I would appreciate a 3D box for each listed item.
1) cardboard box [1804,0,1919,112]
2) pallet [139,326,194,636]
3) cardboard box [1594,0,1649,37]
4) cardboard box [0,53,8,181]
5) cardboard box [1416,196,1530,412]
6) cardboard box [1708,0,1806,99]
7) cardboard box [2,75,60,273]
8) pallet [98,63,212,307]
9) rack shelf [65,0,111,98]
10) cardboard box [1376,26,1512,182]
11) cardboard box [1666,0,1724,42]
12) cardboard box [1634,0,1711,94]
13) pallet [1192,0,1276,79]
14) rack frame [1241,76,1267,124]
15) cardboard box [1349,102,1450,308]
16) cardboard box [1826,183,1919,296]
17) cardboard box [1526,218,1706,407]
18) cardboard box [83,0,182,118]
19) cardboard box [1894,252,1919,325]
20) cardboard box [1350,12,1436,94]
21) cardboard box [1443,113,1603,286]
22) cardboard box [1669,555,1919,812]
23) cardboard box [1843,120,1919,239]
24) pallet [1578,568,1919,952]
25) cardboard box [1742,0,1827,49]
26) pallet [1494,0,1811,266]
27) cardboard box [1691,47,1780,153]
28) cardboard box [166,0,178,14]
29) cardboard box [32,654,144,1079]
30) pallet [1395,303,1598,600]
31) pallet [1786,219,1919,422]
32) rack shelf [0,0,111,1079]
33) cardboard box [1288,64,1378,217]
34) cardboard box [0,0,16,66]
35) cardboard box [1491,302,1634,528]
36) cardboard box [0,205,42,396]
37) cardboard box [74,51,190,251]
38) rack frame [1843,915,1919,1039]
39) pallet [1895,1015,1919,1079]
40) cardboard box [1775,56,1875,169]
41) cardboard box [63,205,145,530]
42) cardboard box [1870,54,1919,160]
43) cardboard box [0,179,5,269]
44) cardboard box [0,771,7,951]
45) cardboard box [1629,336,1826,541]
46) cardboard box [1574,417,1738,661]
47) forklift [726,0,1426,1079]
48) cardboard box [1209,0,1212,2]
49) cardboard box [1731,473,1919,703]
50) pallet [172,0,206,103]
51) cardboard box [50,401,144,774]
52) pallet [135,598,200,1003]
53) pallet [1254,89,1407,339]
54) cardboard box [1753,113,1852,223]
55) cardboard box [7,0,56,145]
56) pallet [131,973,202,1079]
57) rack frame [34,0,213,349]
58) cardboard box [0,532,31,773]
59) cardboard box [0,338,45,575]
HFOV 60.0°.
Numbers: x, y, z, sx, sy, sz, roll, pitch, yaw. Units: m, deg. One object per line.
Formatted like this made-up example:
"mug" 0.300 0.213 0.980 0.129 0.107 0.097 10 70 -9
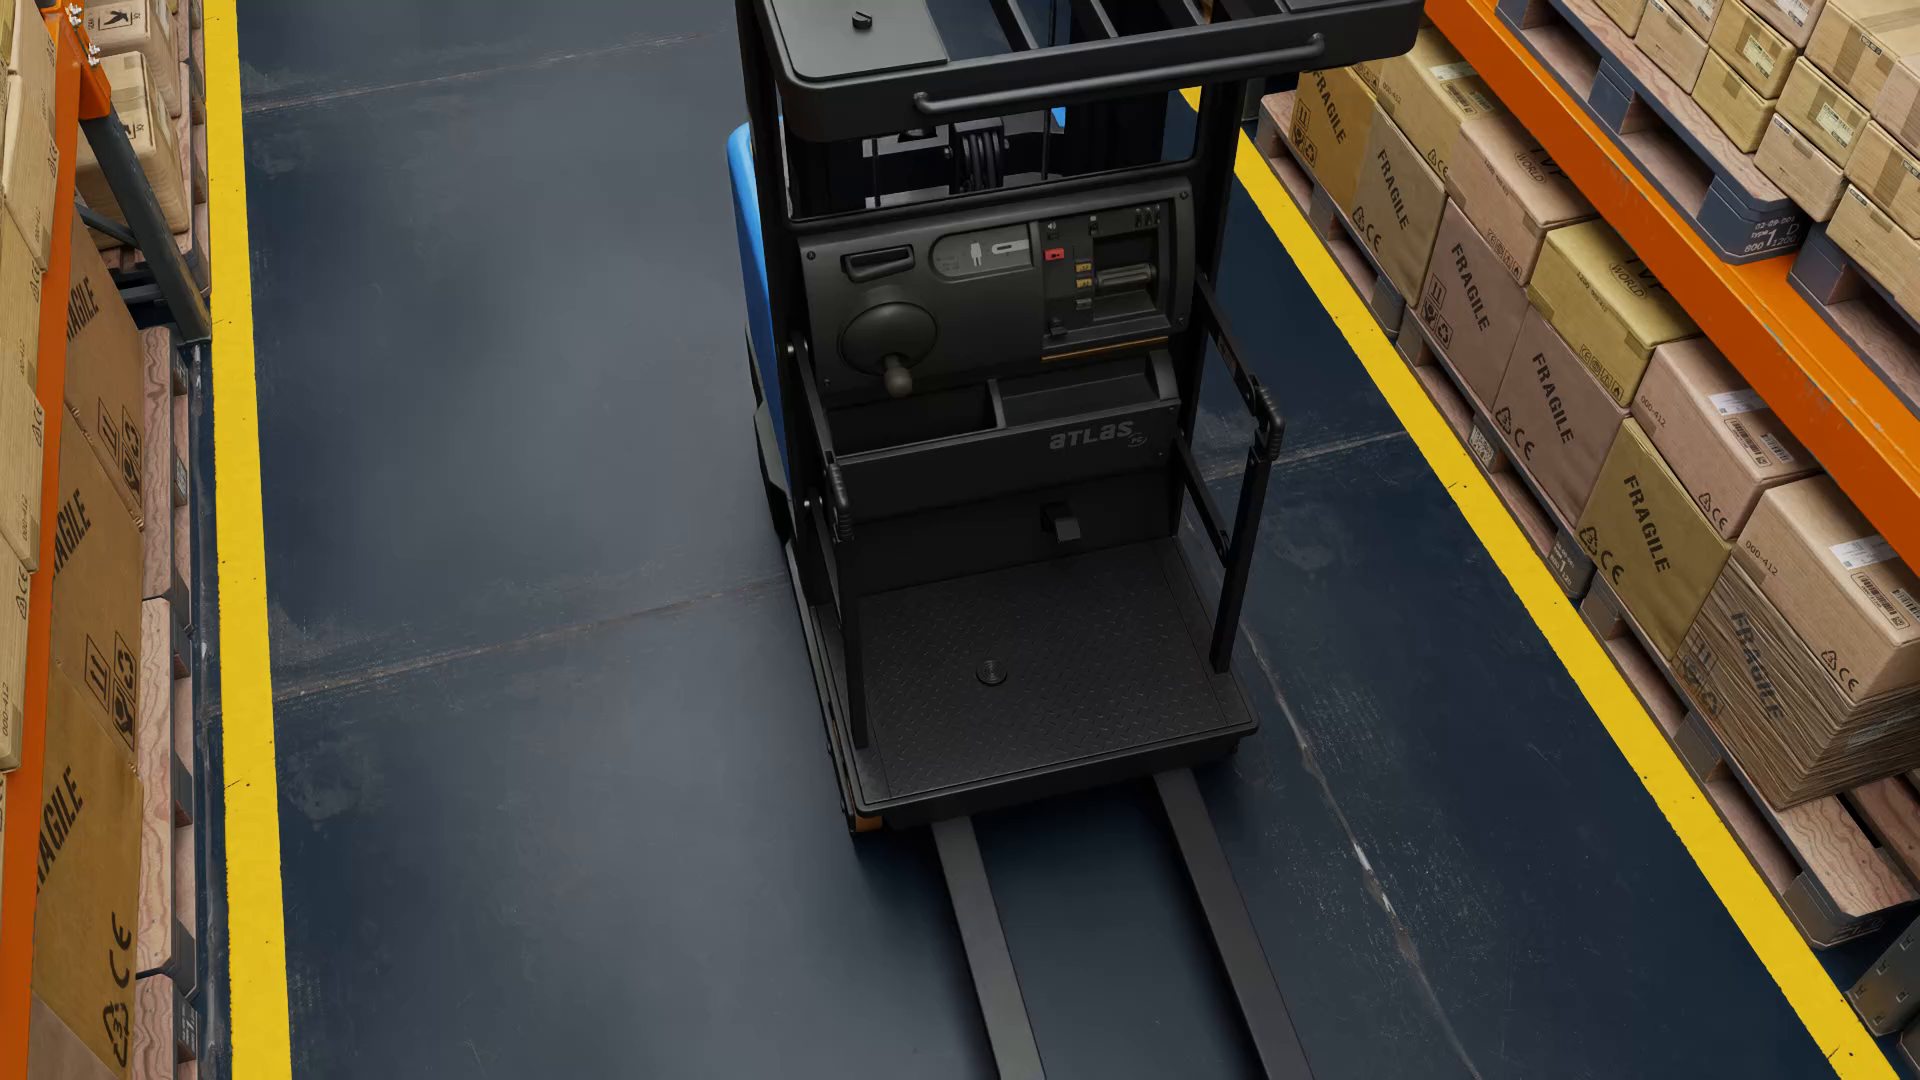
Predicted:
"cardboard box" 2.155 -1.120 3.733 0.380 0.149 0.250 -15 51 -12
"pallet" -2.959 -0.105 5.200 1.003 0.211 1.213 -13 51 -11
"cardboard box" 1.912 -1.504 4.445 0.380 0.149 0.250 -13 51 -10
"cardboard box" -2.579 -1.039 3.935 0.500 0.250 0.500 -14 51 -12
"cardboard box" 1.853 -0.805 5.327 0.500 0.500 0.500 -14 51 -12
"cardboard box" 2.062 -1.226 4.017 0.380 0.149 0.250 -13 51 -11
"cardboard box" -2.556 -0.868 4.118 0.500 0.250 0.500 -12 51 -10
"pallet" -3.350 -1.269 6.182 1.003 0.211 1.213 -13 51 -11
"rack shelf" -3.711 -2.825 6.140 1.077 0.370 4.000 -13 51 -11
"cardboard box" 1.702 -1.432 5.365 0.500 0.250 0.500 -14 51 -11
"cardboard box" 1.996 -1.405 4.168 0.380 0.149 0.250 -12 51 -10
"cardboard box" 1.988 -1.313 4.285 0.380 0.149 0.250 -15 51 -12
"pallet" 1.418 -2.484 7.206 1.003 0.211 1.213 -13 51 -11
"rack frame" 1.579 -2.790 5.640 1.000 3.000 0.127 -13 51 -11
"cardboard box" 1.696 -1.178 5.642 0.500 0.500 0.500 -13 51 -11
"cardboard box" 2.232 -0.723 3.787 0.380 0.149 0.250 -16 52 -13
"cardboard box" 1.991 -0.688 4.737 0.500 0.250 0.500 -15 52 -13
"cardboard box" -3.503 -1.837 6.281 0.950 0.372 0.625 -14 51 -12
"cardboard box" 2.306 -0.540 3.633 0.380 0.149 0.250 -13 51 -11
"cardboard box" 1.552 -1.802 5.677 0.500 0.250 0.500 -15 52 -13
"cardboard box" 1.836 -1.068 5.058 0.500 0.250 0.500 -13 51 -11
"cardboard box" 2.302 0.319 4.380 0.500 0.500 0.500 -14 51 -12
"cardboard box" 2.221 -0.837 3.689 0.380 0.149 0.250 -15 51 -12
"pallet" 2.530 0.462 4.722 1.003 0.211 1.213 -13 51 -11
"cardboard box" 2.072 -1.315 3.897 0.380 0.149 0.250 -15 52 -13
"pallet" 2.203 -1.291 4.502 1.003 0.211 1.213 -13 51 -11
"cardboard box" 2.067 -1.118 4.121 0.380 0.149 0.250 -11 51 -9
"cardboard box" -3.722 -2.392 6.749 0.950 0.372 0.625 -12 51 -10
"cardboard box" -2.471 0.782 3.744 0.875 0.875 0.875 -12 51 -10
"pallet" 2.166 -0.430 5.475 1.003 0.211 1.213 -13 51 -11
"pallet" 2.675 -0.397 3.749 1.003 0.211 1.213 -13 51 -11
"rack shelf" -2.528 0.096 3.678 1.077 0.370 4.000 -13 51 -11
"cardboard box" 1.544 -1.545 5.951 0.500 0.500 0.500 -15 52 -13
"cardboard box" -2.734 -1.413 4.250 0.500 0.250 0.500 -13 51 -11
"cardboard box" 2.003 -0.432 5.012 0.500 0.500 0.500 -14 51 -12
"cardboard box" -2.423 -0.497 3.805 0.500 0.250 0.500 -14 51 -11
"cardboard box" -3.277 -1.300 5.828 0.950 0.372 0.625 -16 52 -13
"rack frame" 2.762 0.132 3.177 1.000 3.000 0.127 -13 51 -11
"pallet" 2.994 1.513 3.836 1.003 0.211 1.213 -13 51 -11
"cardboard box" 2.145 -1.027 3.849 0.380 0.149 0.250 -16 52 -13
"cardboard box" -2.995 -0.524 4.845 0.875 0.875 0.875 -14 51 -11
"cardboard box" 2.224 -0.940 3.581 0.380 0.149 0.250 -13 51 -11
"cardboard box" -2.408 -0.670 3.624 0.500 0.250 0.500 -15 51 -12
"cardboard box" -1.969 0.615 2.868 0.500 0.250 0.500 -14 51 -12
"cardboard box" 2.161 -0.305 4.415 0.500 0.250 0.500 -11 51 -9
"cardboard box" 2.151 -0.056 4.696 0.500 0.500 0.500 -14 51 -12
"forklift" 0.153 -0.478 3.736 1.130 2.935 3.031 -11 51 -9
"cardboard box" 1.485 -2.665 6.731 1.050 0.750 0.750 -14 51 -11
"cardboard box" 2.300 0.074 4.096 0.500 0.250 0.500 -15 51 -12
"pallet" -3.707 -2.158 6.931 1.003 0.211 1.213 -13 51 -11
"cardboard box" -2.735 0.129 4.295 0.875 0.875 0.875 -13 51 -11
"pallet" -2.602 0.785 4.450 1.003 0.211 1.213 -13 51 -11
"pallet" 1.809 -1.320 6.224 1.003 0.211 1.213 -13 51 -11
"cardboard box" 2.144 -0.925 3.957 0.380 0.149 0.250 -15 52 -13
"cardboard box" -2.722 -1.237 4.429 0.500 0.250 0.500 -15 51 -12
"pallet" -2.237 1.677 3.698 1.003 0.211 1.213 -13 51 -11
"rack frame" -3.120 -1.596 4.634 1.000 3.000 0.127 -13 51 -11
"cardboard box" -2.106 0.237 3.187 0.500 0.250 0.500 -14 51 -11
"cardboard box" -2.245 -0.130 3.496 0.500 0.250 0.500 -14 51 -12
